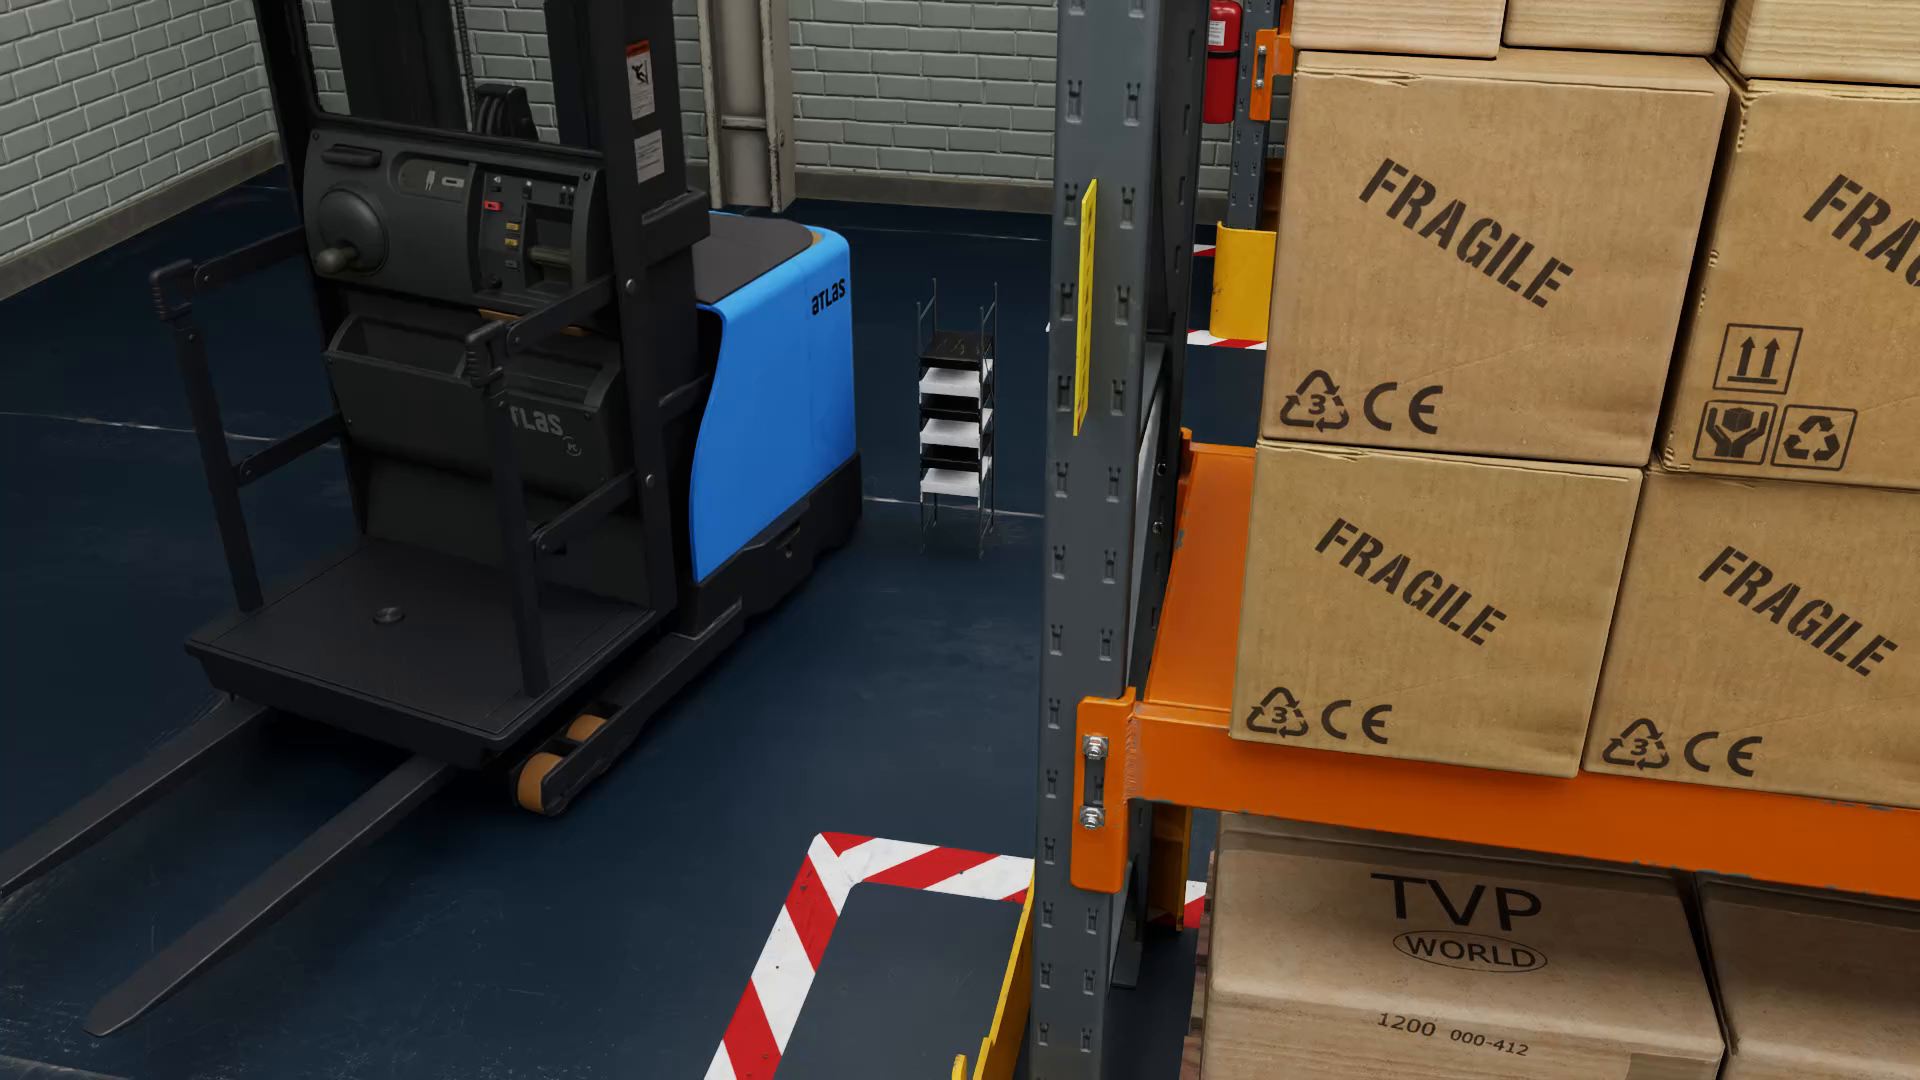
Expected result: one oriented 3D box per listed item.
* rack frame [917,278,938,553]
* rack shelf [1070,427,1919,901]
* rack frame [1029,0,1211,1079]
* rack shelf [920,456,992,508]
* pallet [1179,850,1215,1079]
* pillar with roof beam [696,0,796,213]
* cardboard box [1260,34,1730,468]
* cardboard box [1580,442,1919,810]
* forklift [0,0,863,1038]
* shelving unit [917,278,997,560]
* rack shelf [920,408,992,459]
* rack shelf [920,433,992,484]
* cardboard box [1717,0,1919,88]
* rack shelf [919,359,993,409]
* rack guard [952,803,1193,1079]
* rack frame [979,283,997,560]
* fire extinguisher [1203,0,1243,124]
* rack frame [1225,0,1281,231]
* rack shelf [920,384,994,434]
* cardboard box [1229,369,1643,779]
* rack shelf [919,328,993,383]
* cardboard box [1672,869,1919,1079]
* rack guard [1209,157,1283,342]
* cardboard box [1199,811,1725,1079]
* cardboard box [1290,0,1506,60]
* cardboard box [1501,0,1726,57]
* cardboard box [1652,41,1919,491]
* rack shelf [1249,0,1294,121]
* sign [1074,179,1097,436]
[{"bbox_3d":[-0.107,-0.406,5.554,0.006,0.900,0.240,6,29,11],"label":"rack frame"},{"bbox_3d":[2.243,0.367,2.706,4.000,0.370,1.077,6,29,11],"label":"rack shelf"},{"bbox_3d":[0.287,-0.149,2.899,0.127,3.000,1.000,6,29,11],"label":"rack frame"},{"bbox_3d":[-0.008,-0.208,5.638,0.200,0.077,0.258,6,29,11],"label":"rack shelf"},{"bbox_3d":[1.085,1.117,3.490,1.213,0.211,1.003,6,29,11],"label":"pallet"},{"bbox_3d":[-2.028,-3.784,3.292,0.400,9.000,9.100,6,29,11],"label":"pillar with roof beam"},{"bbox_3d":[0.697,-0.450,2.303,0.500,0.500,0.500,5,29,9],"label":"cardboard box"},{"bbox_3d":[1.197,0.027,2.472,0.500,0.500,0.500,5,29,10],"label":"cardboard box"},{"bbox_3d":[-1.423,-0.794,4.147,1.130,2.935,3.031,13,31,22],"label":"forklift"},{"bbox_3d":[-0.008,-0.396,5.535,0.210,0.900,0.258,6,29,11],"label":"shelving unit"},{"bbox_3d":[-0.008,-0.366,5.551,0.200,0.077,0.258,6,29,11],"label":"rack shelf"},{"bbox_3d":[-0.008,-0.287,5.595,0.200,0.077,0.258,6,29,11],"label":"rack shelf"},{"bbox_3d":[1.078,-0.678,2.044,0.250,0.149,0.380,7,29,12],"label":"cardboard box"},{"bbox_3d":[-0.008,-0.524,5.465,0.200,0.077,0.258,6,29,11],"label":"rack shelf"},{"bbox_3d":[0.263,0.945,3.504,0.348,0.500,1.175,6,29,11],"label":"rack guard"},{"bbox_3d":[0.091,-0.385,5.517,0.006,0.900,0.240,6,29,11],"label":"rack frame"},{"bbox_3d":[1.079,-2.081,6.897,0.183,0.674,0.296,6,29,11],"label":"fire extinguisher"},{"bbox_3d":[1.320,-2.481,7.158,0.127,3.000,1.000,6,29,11],"label":"rack frame"},{"bbox_3d":[-0.008,-0.445,5.508,0.200,0.077,0.258,6,29,11],"label":"rack shelf"},{"bbox_3d":[0.696,-0.010,2.541,0.500,0.500,0.500,6,29,10],"label":"cardboard box"},{"bbox_3d":[-0.008,-0.603,5.422,0.200,0.077,0.258,6,29,11],"label":"rack shelf"},{"bbox_3d":[1.850,0.897,3.218,0.875,0.438,0.875,7,29,12],"label":"cardboard box"},{"bbox_3d":[1.394,-1.377,7.744,0.348,0.500,1.175,6,29,11],"label":"rack guard"},{"bbox_3d":[0.953,0.809,3.379,0.875,0.438,0.875,5,29,9],"label":"cardboard box"},{"bbox_3d":[0.576,-0.751,2.177,0.250,0.149,0.380,6,29,12],"label":"cardboard box"},{"bbox_3d":[0.847,-0.758,2.190,0.250,0.149,0.380,7,29,12],"label":"cardboard box"},{"bbox_3d":[1.204,-0.401,2.214,0.500,0.500,0.500,5,29,9],"label":"cardboard box"},{"bbox_3d":[3.276,-1.965,6.964,4.000,0.370,1.077,6,29,11],"label":"rack shelf"},{"bbox_3d":[0.165,-0.304,2.198,0.005,0.325,0.100,6,29,11],"label":"sign"}]
